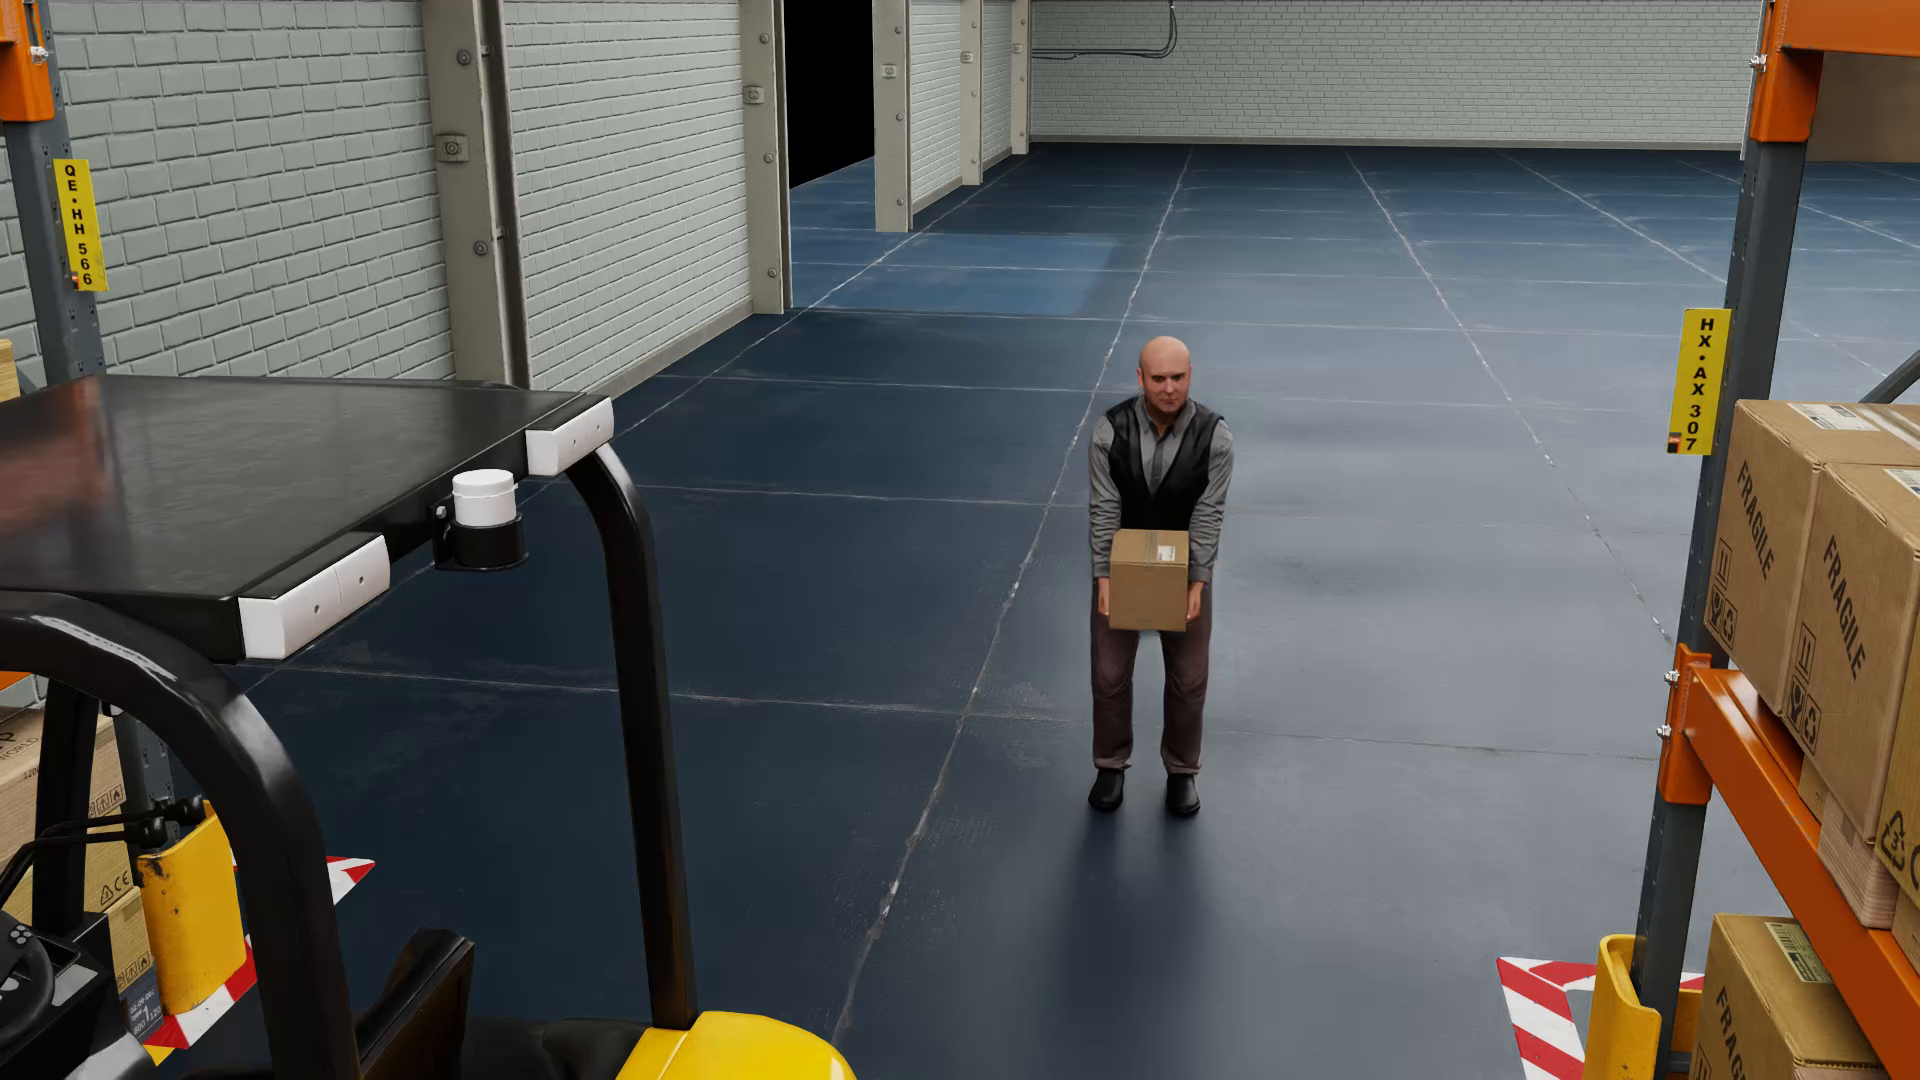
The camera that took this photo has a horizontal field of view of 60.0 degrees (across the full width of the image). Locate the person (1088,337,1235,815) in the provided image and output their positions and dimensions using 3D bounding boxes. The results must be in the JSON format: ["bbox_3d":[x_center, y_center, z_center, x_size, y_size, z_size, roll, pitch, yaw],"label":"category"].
[{"bbox_3d":[0.672,0.140,5.699,0.486,1.703,0.582,3,18,8],"label":"person"}]
